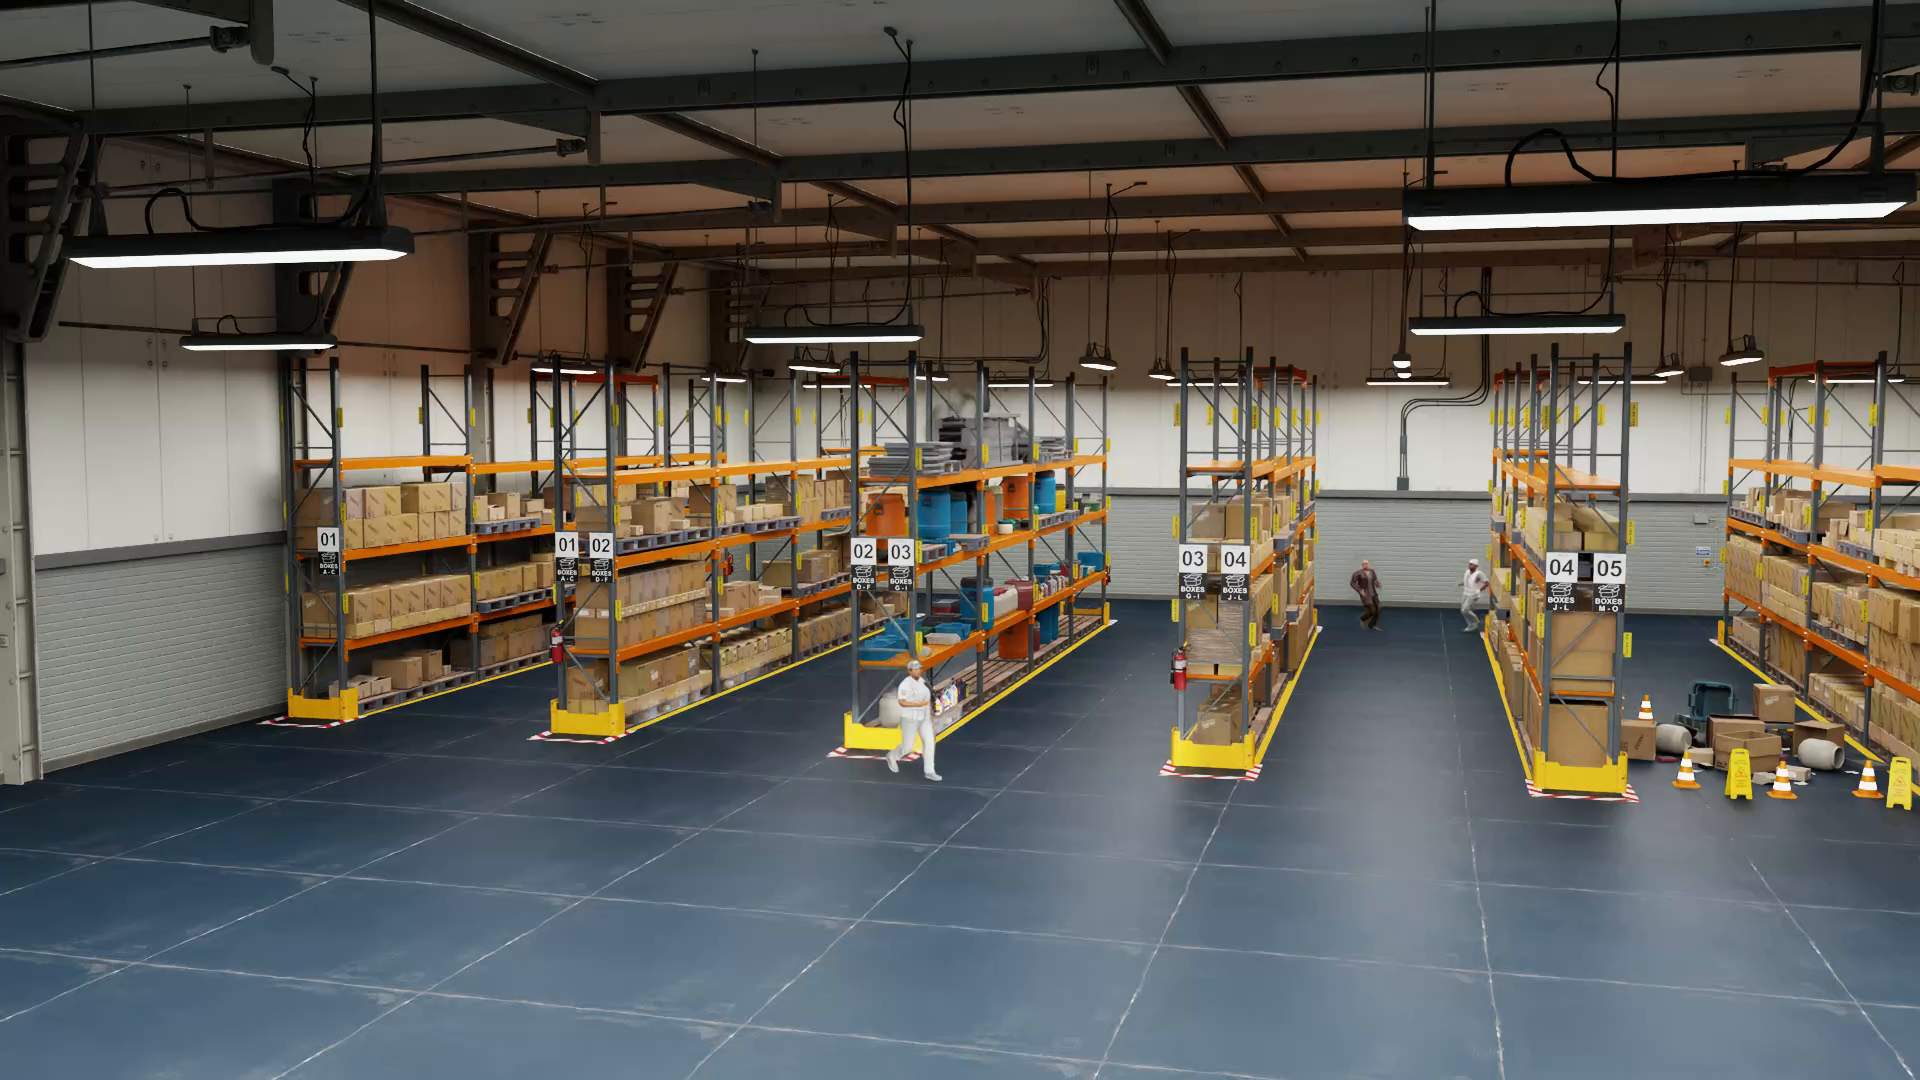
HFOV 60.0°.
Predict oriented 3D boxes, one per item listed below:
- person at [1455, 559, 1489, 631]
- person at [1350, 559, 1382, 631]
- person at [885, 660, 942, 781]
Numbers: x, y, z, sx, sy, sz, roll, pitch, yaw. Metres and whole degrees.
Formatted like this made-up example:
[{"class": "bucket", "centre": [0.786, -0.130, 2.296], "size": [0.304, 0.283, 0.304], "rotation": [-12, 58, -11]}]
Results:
[{"class": "person", "centre": [11.882, 1.291, 38.730], "size": [0.584, 1.724, 0.721], "rotation": [-1, 4, -16]}, {"class": "person", "centre": [9.549, 1.300, 38.957], "size": [0.715, 1.699, 0.611], "rotation": [-2, 5, -26]}, {"class": "person", "centre": [-0.625, 2.478, 23.025], "size": [0.906, 1.639, 0.621], "rotation": [4, 6, 43]}]
